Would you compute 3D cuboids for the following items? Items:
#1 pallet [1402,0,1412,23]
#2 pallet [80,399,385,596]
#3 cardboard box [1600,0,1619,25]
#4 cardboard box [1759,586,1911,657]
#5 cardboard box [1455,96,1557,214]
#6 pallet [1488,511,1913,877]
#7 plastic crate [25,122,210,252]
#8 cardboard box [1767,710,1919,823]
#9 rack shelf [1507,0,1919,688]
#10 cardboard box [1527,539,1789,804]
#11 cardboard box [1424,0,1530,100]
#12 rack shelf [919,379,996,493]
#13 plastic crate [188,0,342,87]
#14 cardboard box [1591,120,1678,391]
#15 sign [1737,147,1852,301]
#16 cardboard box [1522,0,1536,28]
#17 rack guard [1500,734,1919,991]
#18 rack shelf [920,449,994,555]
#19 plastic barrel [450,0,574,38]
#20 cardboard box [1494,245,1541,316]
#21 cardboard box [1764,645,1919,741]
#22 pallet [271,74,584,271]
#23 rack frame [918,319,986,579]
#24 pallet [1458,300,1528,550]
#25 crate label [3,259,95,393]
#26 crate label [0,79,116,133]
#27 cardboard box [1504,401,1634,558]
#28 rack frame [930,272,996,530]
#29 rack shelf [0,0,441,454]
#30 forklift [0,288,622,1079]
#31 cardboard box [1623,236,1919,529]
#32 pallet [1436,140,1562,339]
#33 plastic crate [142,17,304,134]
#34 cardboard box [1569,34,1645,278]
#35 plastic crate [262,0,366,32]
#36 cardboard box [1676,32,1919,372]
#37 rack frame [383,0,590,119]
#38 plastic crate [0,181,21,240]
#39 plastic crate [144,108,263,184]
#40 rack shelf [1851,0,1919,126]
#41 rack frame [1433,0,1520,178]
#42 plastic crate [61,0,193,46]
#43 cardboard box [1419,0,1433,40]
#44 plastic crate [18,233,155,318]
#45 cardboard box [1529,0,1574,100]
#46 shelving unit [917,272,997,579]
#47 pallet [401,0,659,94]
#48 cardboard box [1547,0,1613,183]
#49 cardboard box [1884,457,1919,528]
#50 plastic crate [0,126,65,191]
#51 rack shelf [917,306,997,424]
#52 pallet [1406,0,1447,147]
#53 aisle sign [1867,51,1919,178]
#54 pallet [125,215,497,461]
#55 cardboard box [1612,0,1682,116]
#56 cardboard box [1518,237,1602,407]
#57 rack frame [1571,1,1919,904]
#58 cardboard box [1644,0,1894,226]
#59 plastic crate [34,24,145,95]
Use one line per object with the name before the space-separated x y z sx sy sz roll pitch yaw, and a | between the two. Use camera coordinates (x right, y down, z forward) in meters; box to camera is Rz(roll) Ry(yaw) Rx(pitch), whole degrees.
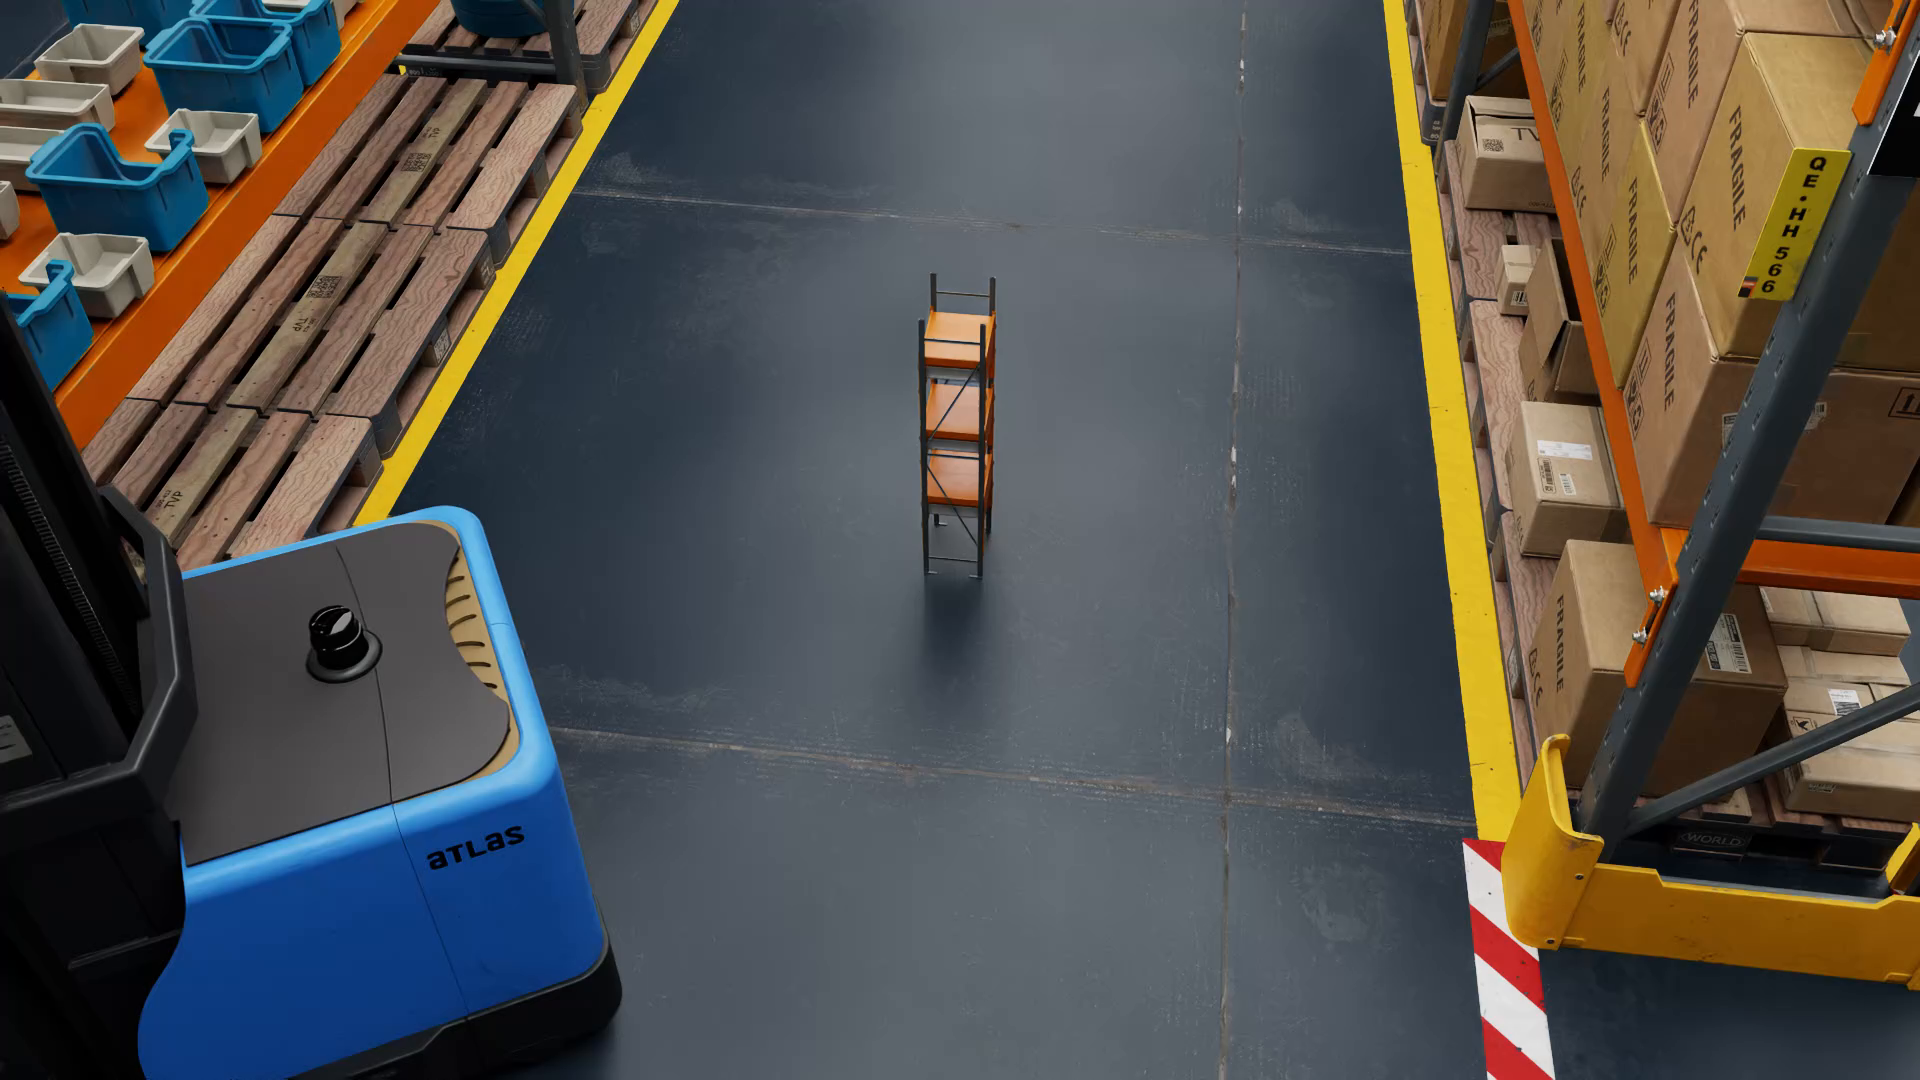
pallet | 2.865 -3.093 8.863 1.003 0.211 1.213 5 44 6
pallet | -2.655 0.014 5.582 1.003 0.211 1.213 5 44 6
cardboard box | 2.091 -1.763 4.631 0.500 0.500 0.500 6 44 7
cardboard box | 2.526 0.166 5.073 0.500 0.250 0.500 5 44 6
cardboard box | 2.366 -1.631 6.926 0.500 0.311 0.500 5 44 6
pallet | 2.222 0.430 5.143 1.003 0.211 1.213 5 44 6
plastic crate | -2.356 -0.988 4.690 0.416 0.233 0.300 5 44 6
cardboard box | 2.503 0.634 4.653 0.380 0.149 0.250 5 44 6
rack shelf | 2.372 -1.089 5.242 1.077 0.370 4.000 5 44 6
cardboard box | 1.935 0.367 4.678 0.500 0.500 0.500 5 44 6
cardboard box | 2.417 -2.328 7.525 0.500 0.500 0.500 5 44 5
rack shelf | -0.007 -0.337 5.358 0.215 0.259 0.240 5 44 6
plastic crate | -2.230 -1.642 5.380 0.416 0.233 0.300 5 44 6
cardboard box | 1.962 -0.708 4.243 0.500 0.500 0.500 6 44 6
sign | 1.560 -0.587 3.116 0.100 0.325 0.005 5 44 6
cardboard box | 2.234 -2.078 5.690 0.500 0.500 0.500 6 44 6
rack guard | 2.117 0.868 4.469 1.175 0.500 0.348 5 44 6
rack shelf | -0.007 -0.135 5.549 0.215 0.259 0.240 5 44 6
plastic barrel | -2.185 -2.926 7.879 0.600 0.901 0.708 5 44 6
cardboard box | 2.262 -0.988 6.352 0.380 0.166 0.250 5 44 6
cardboard box | 2.536 0.457 4.826 0.380 0.166 0.250 5 44 6
pallet | -2.332 -1.649 7.338 1.003 0.211 1.213 5 44 6
rack frame | -0.023 -0.262 5.263 0.200 1.050 0.008 5 44 6
pallet | 2.385 -0.399 6.018 1.003 0.211 1.213 5 44 6
crate label | -2.443 -0.540 4.216 0.416 0.233 0.303 5 44 6
crate label | -2.809 -1.327 5.118 0.396 0.136 0.243 5 44 6
cardboard box | 2.090 -0.187 5.445 0.500 0.250 0.500 5 44 6
rack frame | 0.009 -0.428 5.438 0.200 1.050 0.008 5 44 6
rack shelf | -2.538 -1.542 5.720 1.077 0.370 4.000 5 44 6
forklift | -2.454 0.310 3.291 3.031 2.935 1.130 -16 46 -17
cardboard box | 1.897 -0.354 3.869 0.500 0.500 0.500 6 44 7
pallet | 2.544 -1.233 6.899 1.003 0.211 1.213 5 44 6
plastic crate | -2.269 -1.437 5.164 0.416 0.233 0.300 5 44 6
cardboard box | 2.033 -1.047 4.602 0.500 0.500 0.500 6 44 6
plastic crate | -2.206 -1.878 5.700 0.293 0.136 0.466 5 44 6
cardboard box | 1.893 -0.715 3.524 0.500 0.500 0.500 5 44 5
rack frame | -2.273 -3.166 6.912 1.000 3.000 0.127 5 44 6
plastic crate | -2.874 -0.939 4.708 0.396 0.136 0.243 5 44 6
plastic crate | -2.229 -1.178 4.961 0.250 0.136 0.298 5 44 6
rack shelf | 2.372 -2.179 4.211 1.077 0.370 4.000 5 44 6
rack frame | 2.636 -2.714 6.434 1.000 3.000 0.127 5 44 6
plastic crate | -2.785 -1.824 5.573 0.416 0.233 0.300 5 44 6
cardboard box | 2.491 -2.664 7.880 0.500 0.500 0.500 5 44 6
plastic crate | -2.319 -0.716 4.472 0.250 0.136 0.298 5 44 6
cardboard box | 2.166 -1.737 5.330 0.500 0.500 0.500 5 44 5
shelving unit | -0.007 -0.345 5.351 0.215 1.050 0.252 5 44 6
pallet | -2.130 -2.676 8.423 1.003 0.211 1.213 5 44 6
cardboard box | 2.100 -1.391 4.964 0.500 0.500 0.500 5 44 5
cardboard box | 2.427 -0.302 3.815 0.500 0.500 0.500 6 44 6
plastic crate | -2.821 -1.135 4.915 0.396 0.136 0.243 5 44 6
rack shelf | -0.007 -0.543 5.163 0.215 0.259 0.240 5 44 6
pallet | 2.706 -2.259 7.982 1.003 0.211 1.213 5 44 6
aisle sign | 1.794 -0.913 2.642 0.394 0.787 0.004 5 44 6
pallet | -2.491 -0.815 6.458 1.003 0.211 1.213 5 44 6
cardboard box | 2.023 -1.413 4.261 0.500 0.500 0.500 6 44 7
cardboard box | 2.393 -0.686 5.789 0.797 0.503 0.637 5 44 6
rack frame | 2.107 0.012 3.555 1.000 3.000 0.127 5 44 6
cardboard box | 1.959 -1.060 3.887 0.500 0.500 0.500 6 44 7
plastic crate | -2.788 -1.530 5.333 0.298 0.136 0.250 5 44 6
